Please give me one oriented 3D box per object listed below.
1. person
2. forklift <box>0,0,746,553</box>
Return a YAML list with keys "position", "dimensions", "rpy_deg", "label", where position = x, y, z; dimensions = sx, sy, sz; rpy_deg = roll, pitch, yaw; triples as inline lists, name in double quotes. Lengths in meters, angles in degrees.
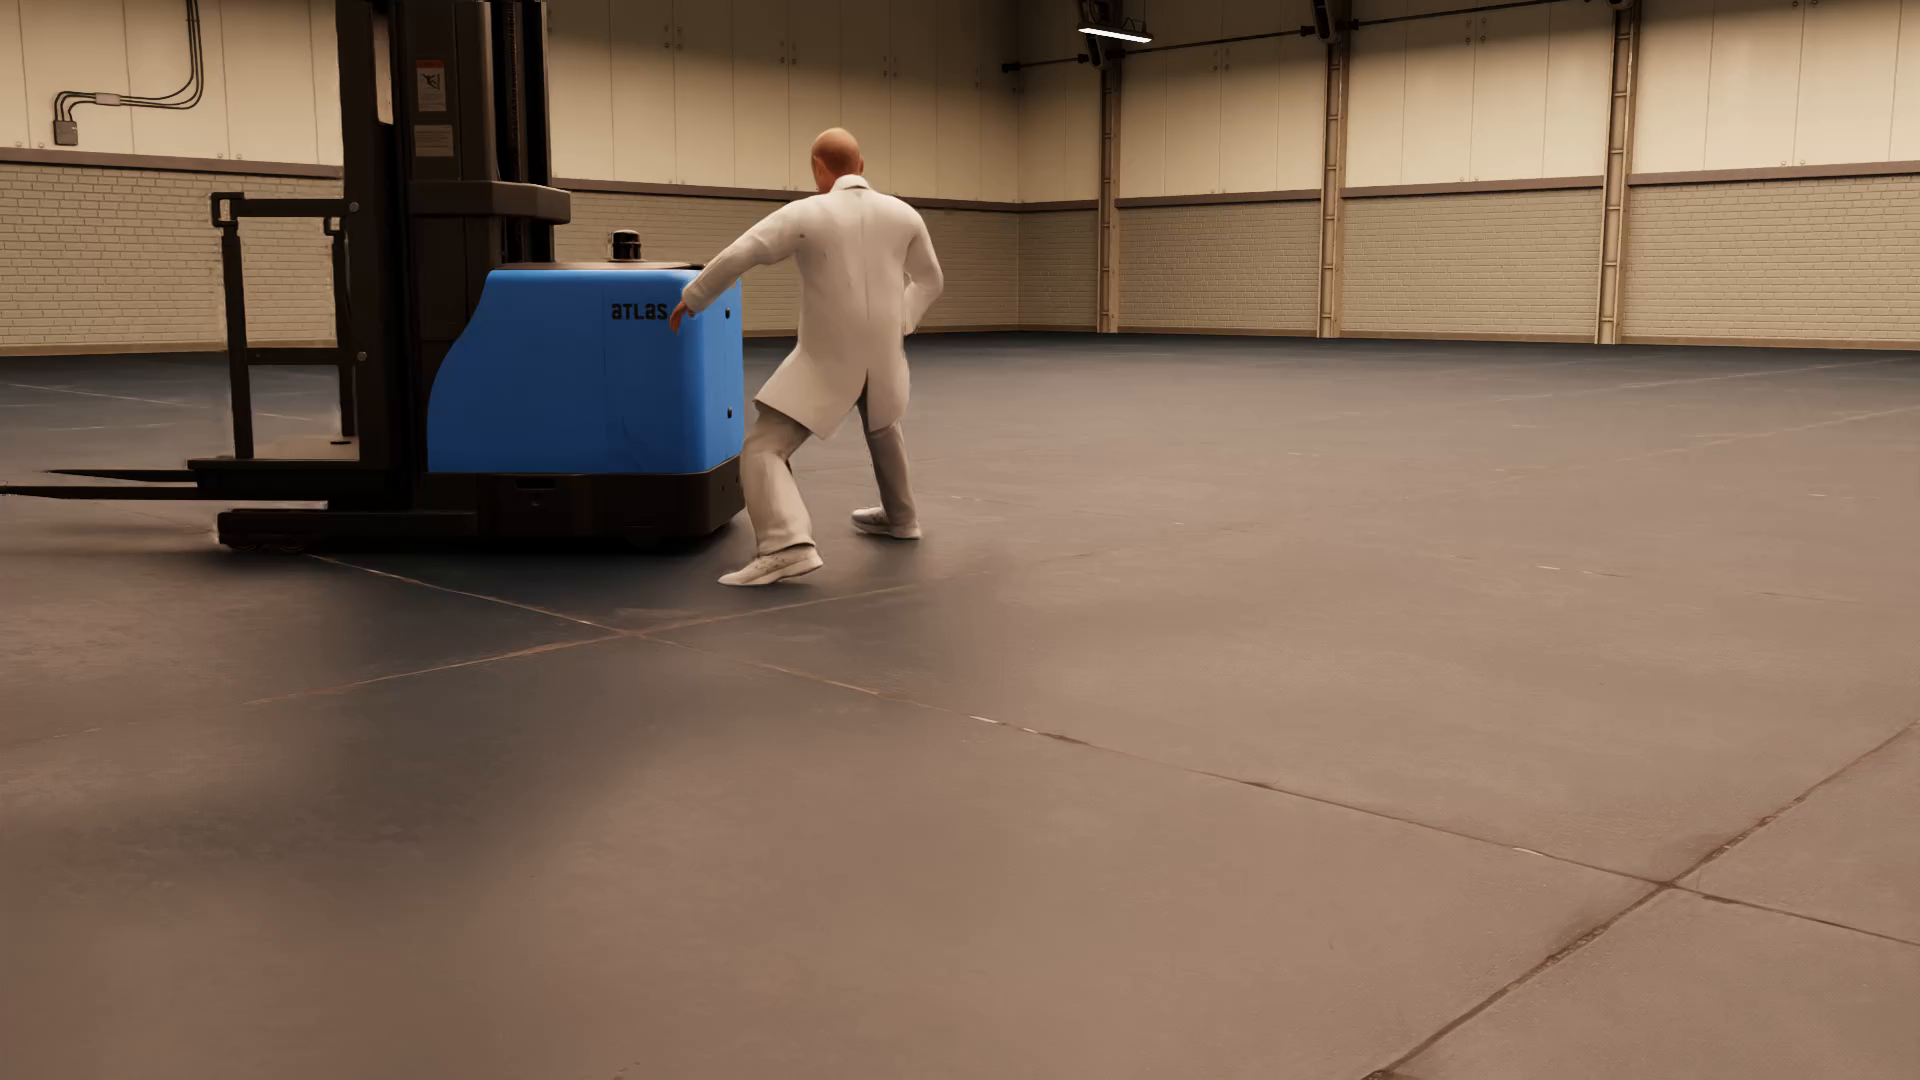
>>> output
- position: [-0.524, -0.696, 6.175]
  dimensions: [1.100, 1.616, 1.035]
  rpy_deg: [-5, 10, -30]
  label: "person"
- position: [-2.454, -1.478, 6.686]
  dimensions: [3.031, 2.935, 1.130]
  rpy_deg: [0, 9, 3]
  label: "forklift"
